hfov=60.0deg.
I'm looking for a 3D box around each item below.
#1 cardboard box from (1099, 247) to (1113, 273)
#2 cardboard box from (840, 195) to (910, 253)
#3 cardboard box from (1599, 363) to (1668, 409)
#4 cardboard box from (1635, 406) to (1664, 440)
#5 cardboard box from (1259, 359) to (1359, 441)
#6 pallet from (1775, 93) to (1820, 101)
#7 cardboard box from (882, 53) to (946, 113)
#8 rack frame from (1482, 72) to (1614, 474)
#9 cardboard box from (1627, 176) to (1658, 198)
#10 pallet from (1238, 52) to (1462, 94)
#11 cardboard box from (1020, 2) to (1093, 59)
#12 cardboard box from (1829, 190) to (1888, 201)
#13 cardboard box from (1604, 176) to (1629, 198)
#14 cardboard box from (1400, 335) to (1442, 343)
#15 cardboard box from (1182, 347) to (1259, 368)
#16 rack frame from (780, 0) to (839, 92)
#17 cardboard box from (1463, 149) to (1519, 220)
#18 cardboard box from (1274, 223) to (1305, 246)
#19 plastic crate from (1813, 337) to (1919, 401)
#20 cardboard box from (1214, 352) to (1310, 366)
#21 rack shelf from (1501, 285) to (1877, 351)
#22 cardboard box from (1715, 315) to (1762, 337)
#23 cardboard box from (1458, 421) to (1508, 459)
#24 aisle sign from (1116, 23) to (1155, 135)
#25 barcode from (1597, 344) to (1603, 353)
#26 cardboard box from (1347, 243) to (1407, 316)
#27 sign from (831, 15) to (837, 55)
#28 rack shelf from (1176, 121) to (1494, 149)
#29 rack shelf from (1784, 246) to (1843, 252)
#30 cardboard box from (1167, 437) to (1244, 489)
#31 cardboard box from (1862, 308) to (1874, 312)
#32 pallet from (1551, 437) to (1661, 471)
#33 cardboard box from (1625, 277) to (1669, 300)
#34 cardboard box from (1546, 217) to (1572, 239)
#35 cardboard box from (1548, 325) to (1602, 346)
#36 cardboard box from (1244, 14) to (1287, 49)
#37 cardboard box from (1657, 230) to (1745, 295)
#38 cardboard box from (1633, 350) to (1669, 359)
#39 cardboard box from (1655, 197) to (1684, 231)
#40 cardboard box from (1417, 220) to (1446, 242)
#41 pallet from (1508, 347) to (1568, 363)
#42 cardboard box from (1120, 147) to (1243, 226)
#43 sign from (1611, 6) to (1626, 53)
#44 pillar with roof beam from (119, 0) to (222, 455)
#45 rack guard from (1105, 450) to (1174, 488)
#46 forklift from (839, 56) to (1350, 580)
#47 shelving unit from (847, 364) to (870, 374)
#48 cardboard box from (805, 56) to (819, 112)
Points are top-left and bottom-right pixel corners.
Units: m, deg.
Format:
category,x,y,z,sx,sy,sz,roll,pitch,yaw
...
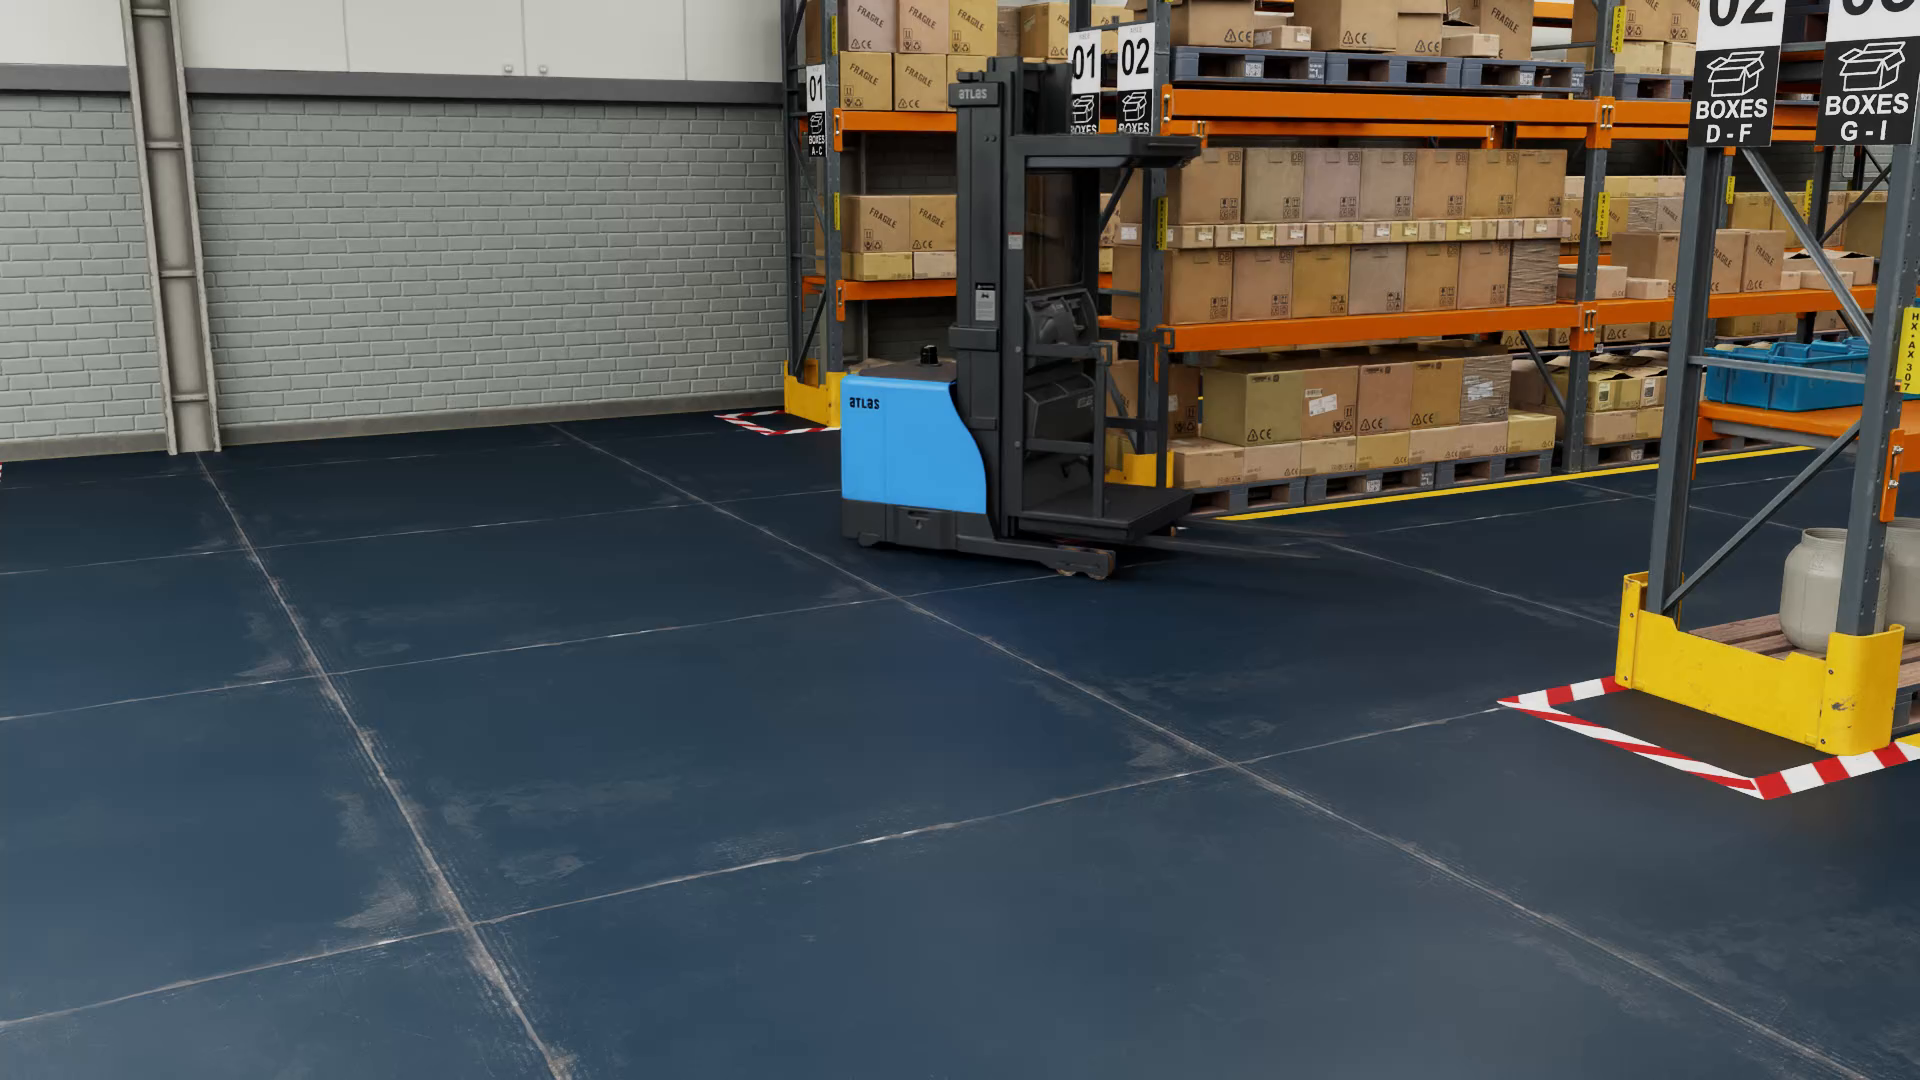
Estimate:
category,x,y,z,sx,sy,sz,roll,pitch,yaw
cardboard box,1.442,-2.805,16.538,0.500,0.250,0.500,-7,14,-28
cardboard box,-0.794,-2.901,15.258,0.500,0.500,0.500,-7,14,-28
cardboard box,5.455,-1.257,13.393,0.500,0.311,0.500,-7,14,-29
cardboard box,5.453,-0.985,13.460,0.500,0.250,0.500,-6,14,-26
cardboard box,2.468,-1.003,11.834,0.500,0.500,0.500,-7,14,-28
pallet,7.489,-3.777,14.157,1.003,0.211,1.213,-6,14,-25
cardboard box,-0.455,-4.165,15.180,0.500,0.500,0.500,-6,14,-24
rack frame,4.531,-2.073,12.990,0.127,3.000,1.000,-7,14,-28
cardboard box,7.987,-4.235,19.935,0.500,0.250,0.500,-7,14,-27
pallet,2.725,-3.271,11.683,1.213,0.211,1.003,-7,14,-28
cardboard box,0.915,-4.816,15.793,0.500,0.500,0.500,-7,15,-30
cardboard box,12.244,-4.381,22.560,0.700,0.700,0.980,-6,14,-25
cardboard box,7.540,-4.181,19.696,0.500,0.250,0.500,-7,15,-29
cardboard box,5.058,-2.358,18.945,0.500,0.500,0.700,-7,14,-27
cardboard box,2.792,-2.103,17.815,0.500,0.500,0.700,-6,14,-26
rack frame,-1.357,-5.534,14.702,0.127,3.000,1.000,-7,14,-28
cardboard box,3.701,-2.654,12.386,0.500,0.500,0.700,-7,14,-28
cardboard box,2.140,-2.098,11.394,0.250,0.149,0.380,-7,14,-29
plastic crate,4.259,-0.803,7.682,0.408,0.251,0.499,-7,14,-28
cardboard box,2.219,-1.104,12.279,0.500,0.500,0.500,-7,14,-28
rack shelf,6.286,-1.933,14.004,4.000,0.370,1.077,-7,14,-28
cardboard box,9.881,-2.913,21.460,0.500,0.500,0.700,-7,14,-27
cardboard box,3.785,-0.795,12.616,0.500,0.250,0.500,-7,14,-28
aisle sign,1.109,-2.855,10.542,0.004,0.787,0.394,-7,14,-28
barcode,4.954,-1.483,12.873,0.075,0.075,0.001,-7,14,-28
cardboard box,2.793,-1.911,12.042,0.500,0.500,0.700,-6,14,-26
sign,-1.097,-4.392,14.470,0.005,0.325,0.100,-7,14,-28
rack shelf,3.909,-4.350,17.915,4.000,0.370,1.077,-7,14,-28
rack shelf,10.931,-3.729,21.984,4.000,0.370,1.077,-7,14,-28
cardboard box,1.597,-0.529,11.436,0.500,0.250,0.500,-7,14,-28
cardboard box,12.120,-3.182,22.655,0.500,0.500,0.700,-7,14,-28
pallet,5.159,-0.798,13.674,1.213,0.211,1.003,-7,14,-28
cardboard box,5.406,-2.005,13.257,0.250,0.149,0.380,-7,14,-28
cardboard box,4.395,-2.369,12.597,0.250,0.149,0.380,-7,14,-28
cardboard box,7.145,-2.747,19.925,0.750,0.750,0.750,-7,14,-28
cardboard box,1.904,-3.488,11.510,0.500,0.250,0.500,-7,14,-28
cardboard box,6.115,-2.308,13.804,0.500,0.500,0.500,-7,14,-28
cardboard box,6.085,-1.468,14.331,0.500,0.311,0.500,-7,14,-29
cardboard box,8.448,-3.920,20.245,0.500,0.500,0.500,-7,14,-27
cardboard box,3.279,-2.235,12.005,0.250,0.149,0.380,-6,14,-26
pallet,6.393,-2.156,19.710,1.213,0.211,1.003,-7,14,-28
cardboard box,1.482,-2.386,11.199,0.500,0.500,0.700,-7,14,-28
sign,4.798,-3.721,12.121,0.005,0.325,0.100,-7,14,-28
pillar with roof beam,-4.361,-4.313,9.278,0.400,9.000,9.100,-7,14,-28
rack guard,0.999,-0.430,11.383,0.348,0.500,1.175,-7,14,-28
forklift,0.792,-1.334,9.861,3.031,2.935,1.130,7,14,27
shelving unit,-0.582,-0.615,10.952,0.215,1.050,0.252,7,14,27
cardboard box,-1.112,-4.221,15.430,0.500,0.500,0.500,-6,14,-24
